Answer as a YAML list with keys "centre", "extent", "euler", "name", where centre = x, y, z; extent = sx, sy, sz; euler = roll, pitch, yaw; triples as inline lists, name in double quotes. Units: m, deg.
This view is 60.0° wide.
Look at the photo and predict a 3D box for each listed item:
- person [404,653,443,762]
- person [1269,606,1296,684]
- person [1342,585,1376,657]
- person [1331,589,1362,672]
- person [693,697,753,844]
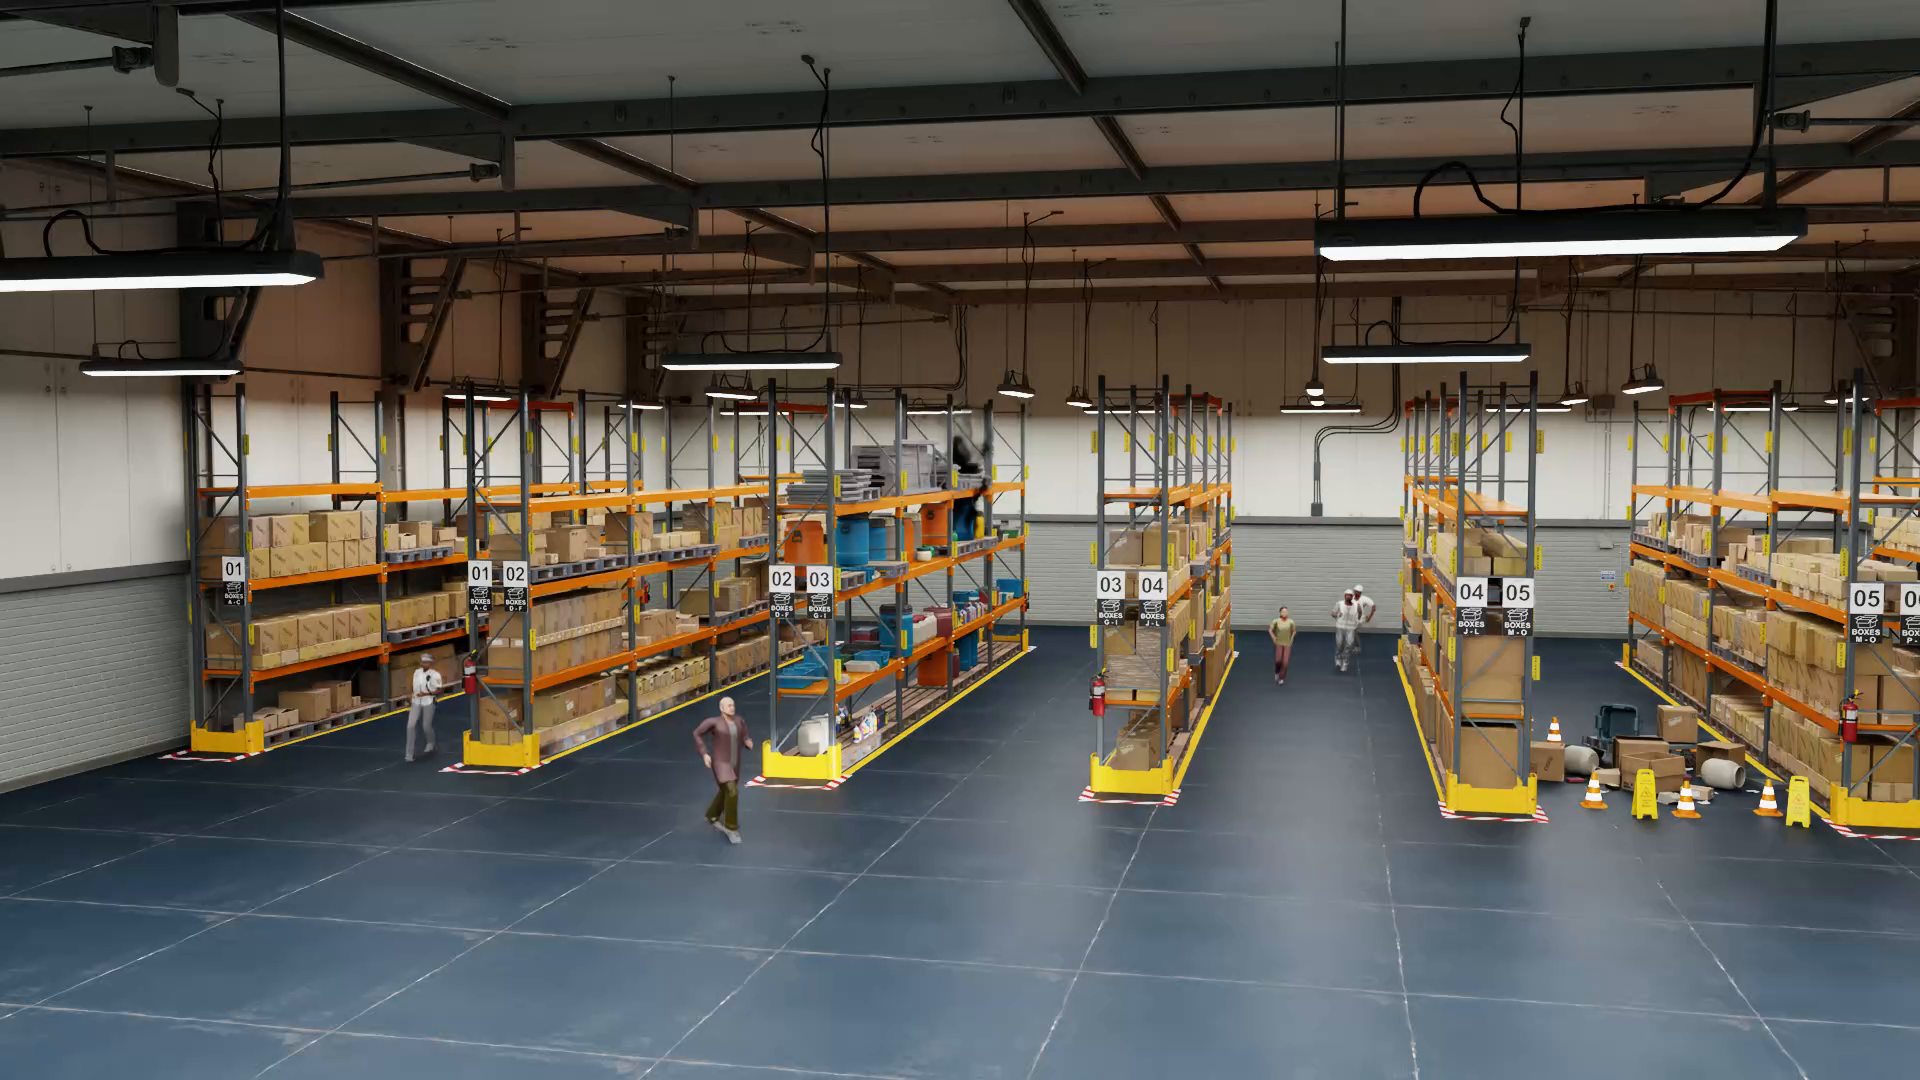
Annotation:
- centre: [-8.549, 2.658, 26.627]
  extent: [0.592, 1.726, 0.863]
  euler: [0, 3, 4]
  name: "person"
- centre: [6.742, 2.300, 34.695]
  extent: [0.556, 1.422, 0.523]
  euler: [0, 3, 4]
  name: "person"
- centre: [9.383, 1.922, 39.308]
  extent: [0.762, 1.748, 0.806]
  euler: [-2, 4, -32]
  name: "person"
- centre: [8.591, 2.008, 36.942]
  extent: [0.677, 1.836, 0.776]
  euler: [1, 3, 12]
  name: "person"
- centre: [-2.989, 2.907, 21.199]
  extent: [0.867, 1.838, 0.689]
  euler: [3, 4, 39]
  name: "person"
